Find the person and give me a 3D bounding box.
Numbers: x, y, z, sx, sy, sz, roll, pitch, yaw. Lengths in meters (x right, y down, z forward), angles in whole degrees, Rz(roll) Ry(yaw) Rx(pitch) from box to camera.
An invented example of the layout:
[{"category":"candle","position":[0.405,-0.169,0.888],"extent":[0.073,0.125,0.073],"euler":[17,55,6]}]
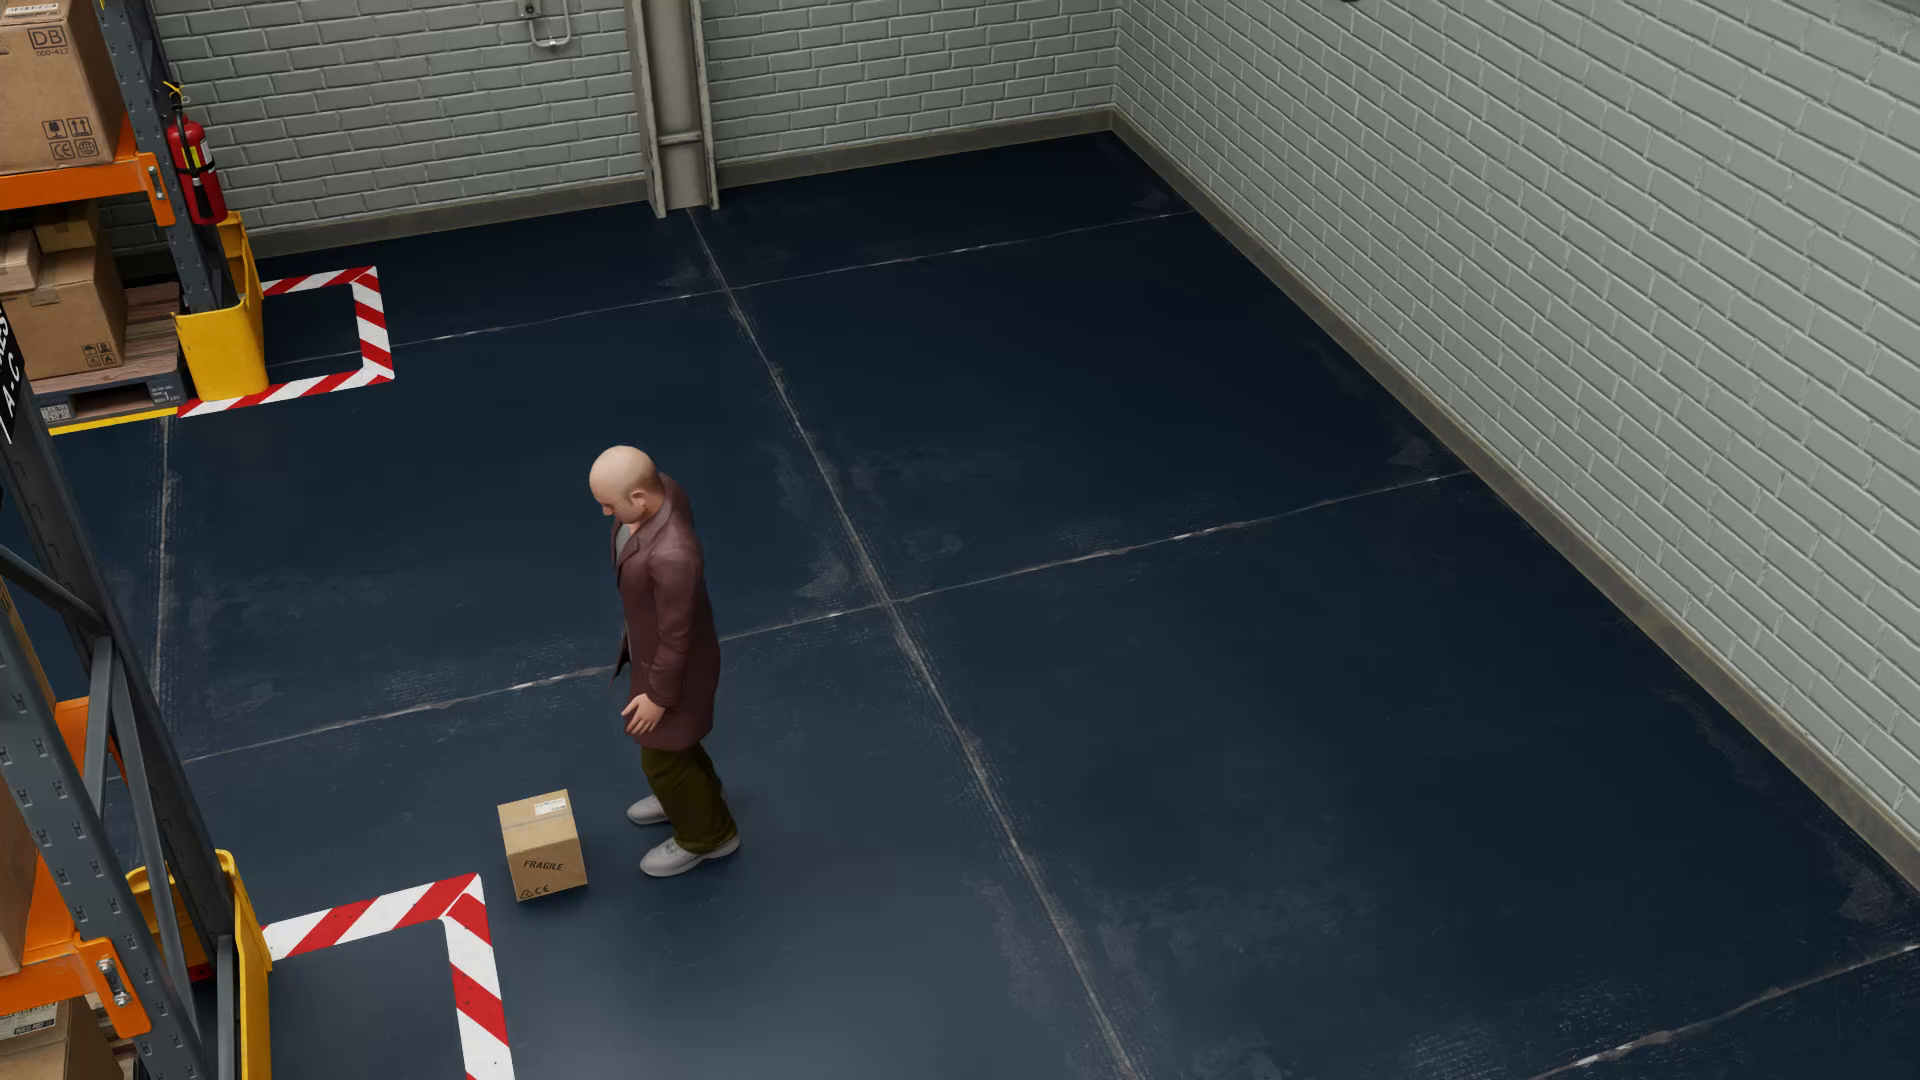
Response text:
[{"category":"person","position":[-1.011,0.412,5.648],"extent":[0.389,1.759,0.575],"euler":[-12,39,-15]}]
